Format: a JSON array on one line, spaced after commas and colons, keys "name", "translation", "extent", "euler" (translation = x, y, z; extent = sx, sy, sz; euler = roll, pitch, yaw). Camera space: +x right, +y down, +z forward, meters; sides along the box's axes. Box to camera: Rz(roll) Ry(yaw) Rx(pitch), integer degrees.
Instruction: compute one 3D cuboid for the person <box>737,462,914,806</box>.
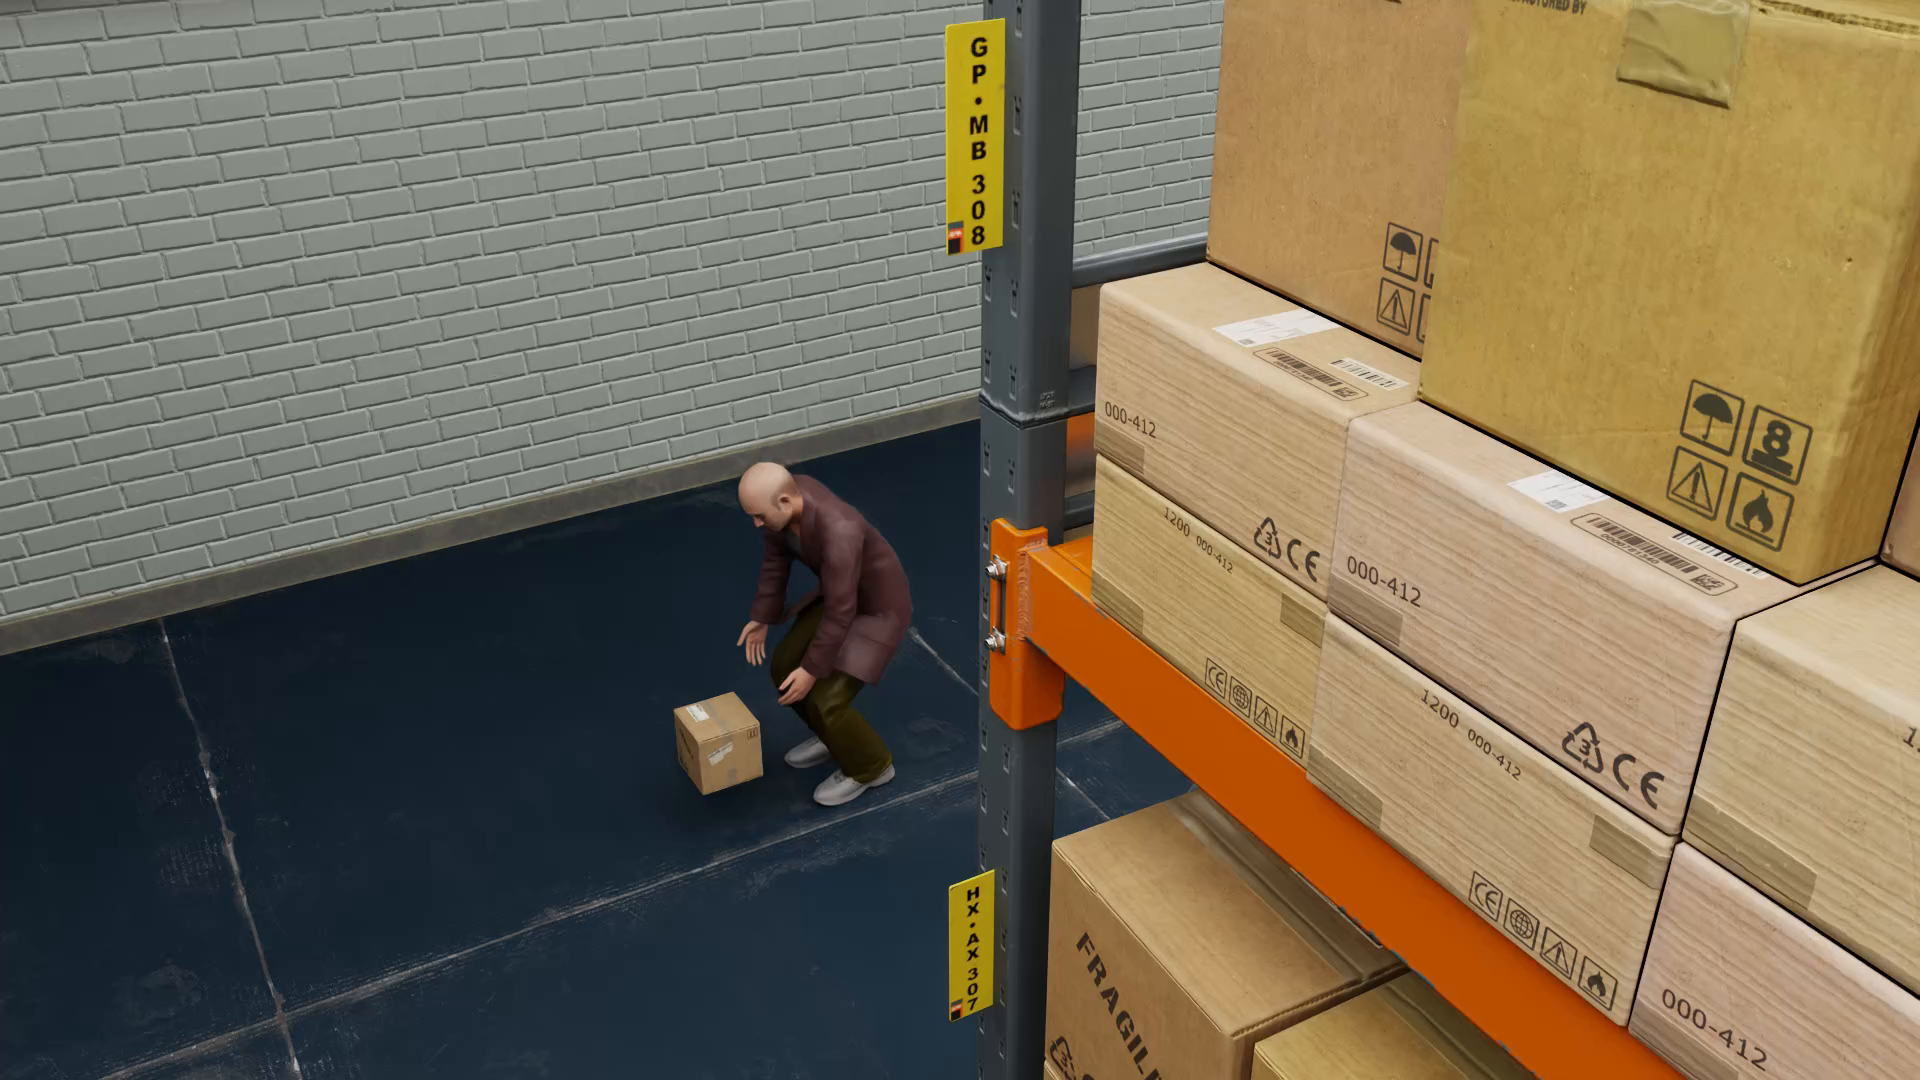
[{"name": "person", "translation": [-0.498, 0.317, 6.373], "extent": [0.680, 1.483, 0.622], "euler": [-16, 32, -26]}]
